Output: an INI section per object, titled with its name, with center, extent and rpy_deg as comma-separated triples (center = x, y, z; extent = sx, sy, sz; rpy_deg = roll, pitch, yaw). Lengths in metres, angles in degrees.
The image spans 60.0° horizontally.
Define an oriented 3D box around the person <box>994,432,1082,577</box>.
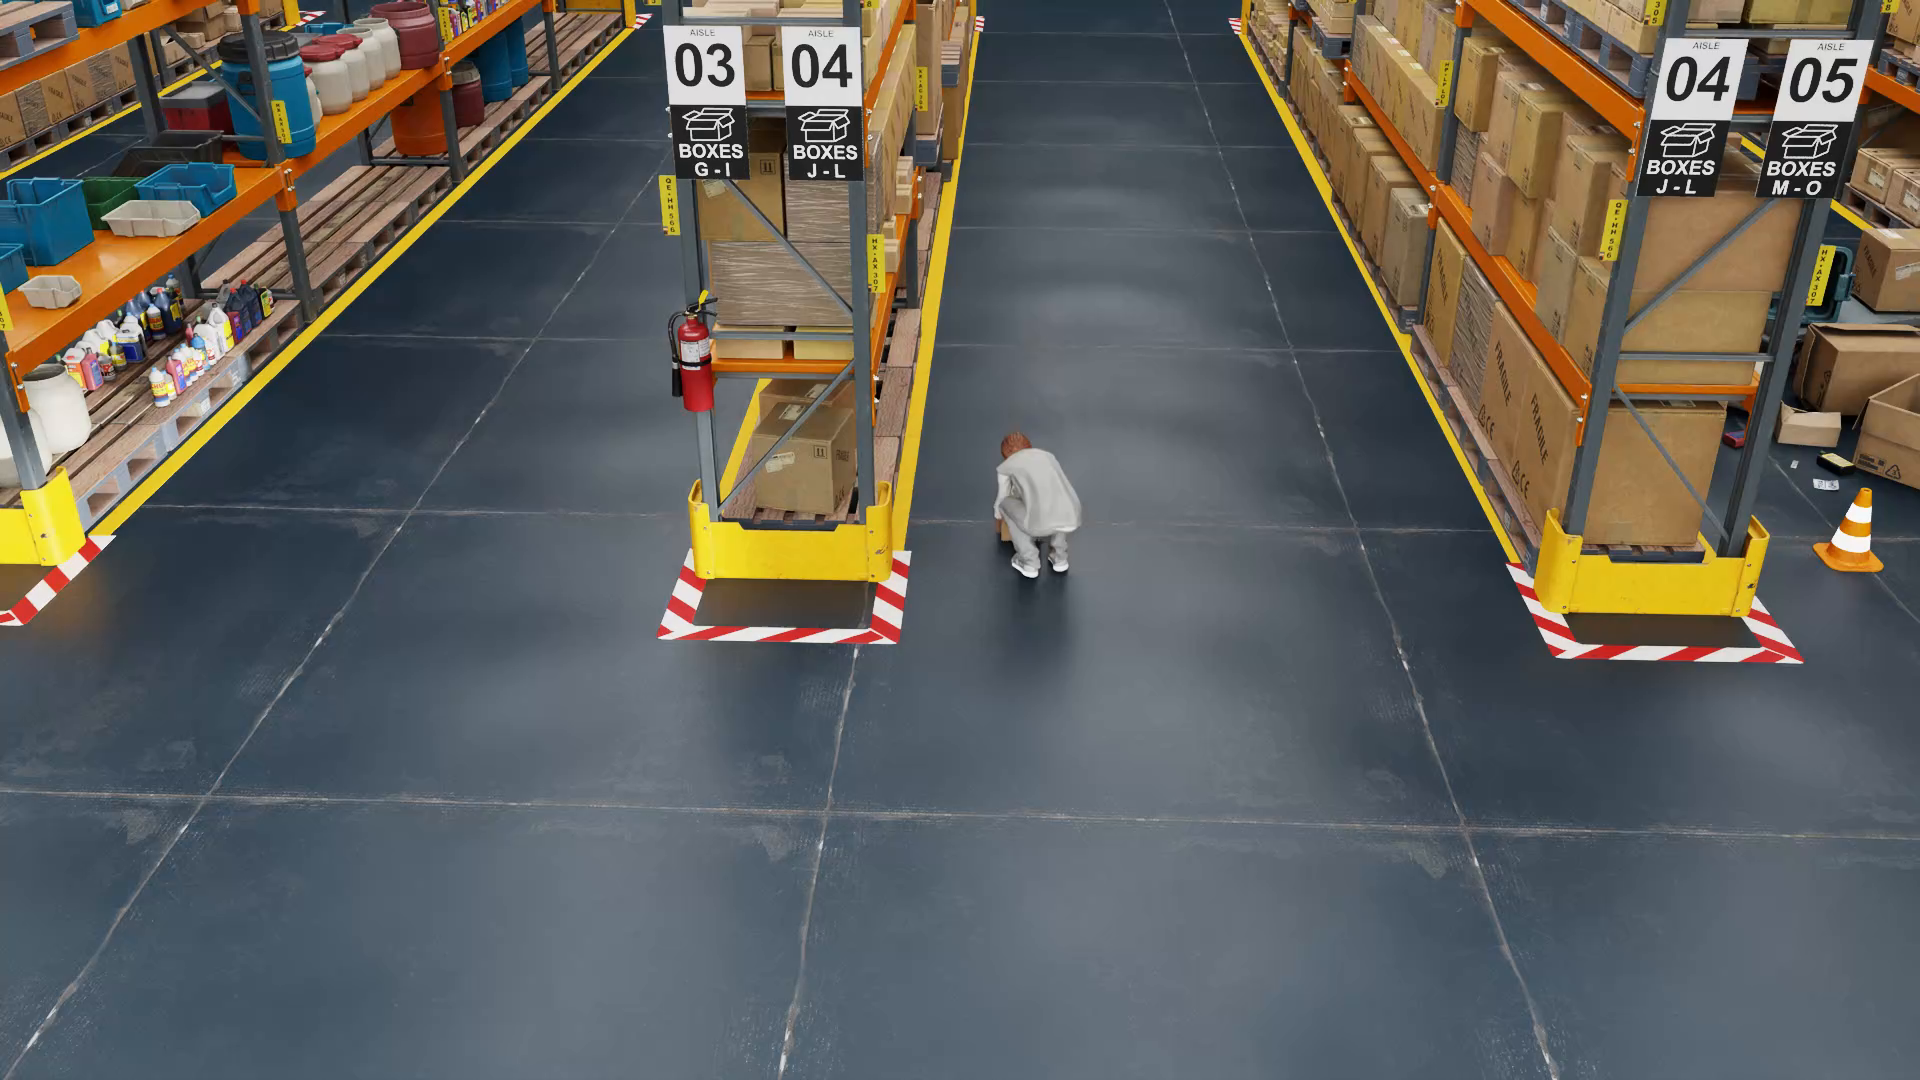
[person]
center = 0.452, -0.180, 9.985
extent = 0.424, 0.726, 0.870
rpy_deg = -7, 29, -13
